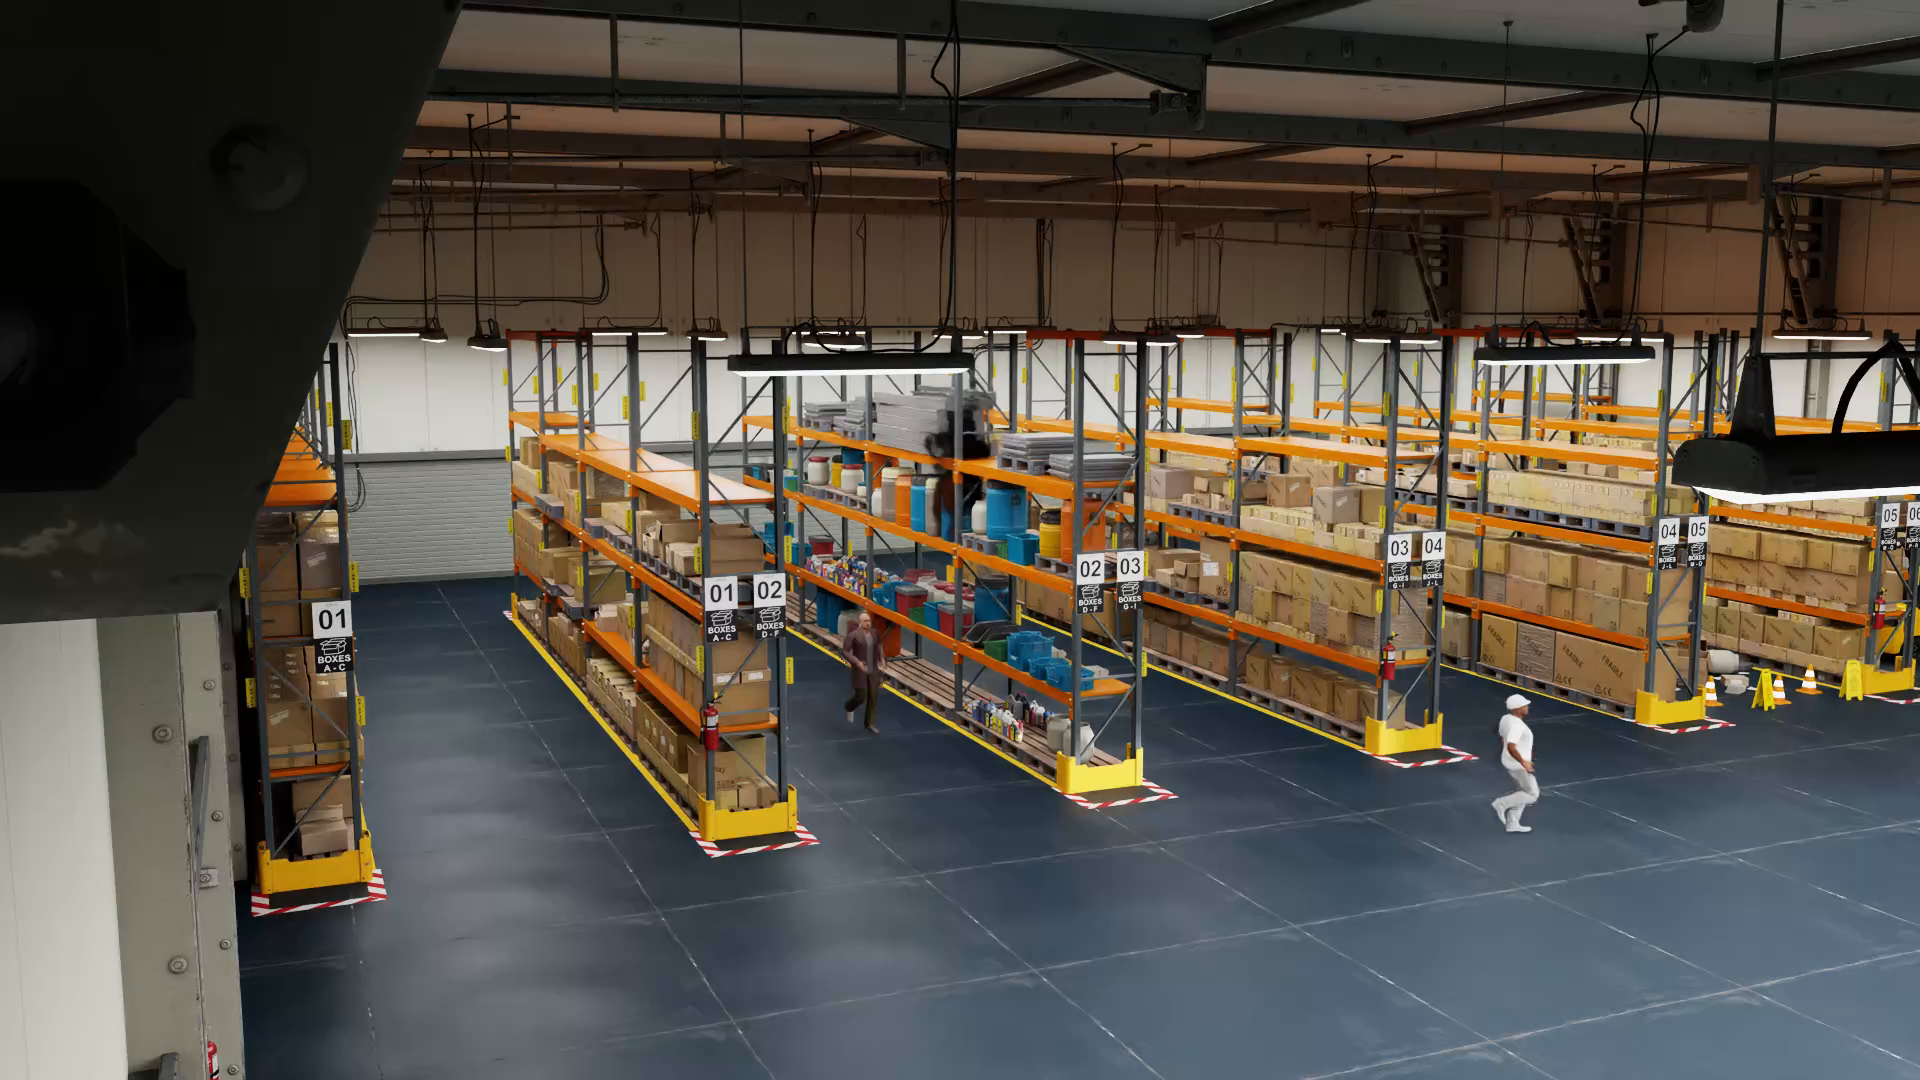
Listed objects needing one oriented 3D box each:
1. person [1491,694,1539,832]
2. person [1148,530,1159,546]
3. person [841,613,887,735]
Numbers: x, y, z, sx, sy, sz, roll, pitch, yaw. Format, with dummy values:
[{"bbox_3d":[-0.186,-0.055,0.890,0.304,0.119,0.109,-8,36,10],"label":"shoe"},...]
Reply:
[{"bbox_3d":[6.785,2.731,20.313,0.587,1.715,0.701,1,8,4],"label":"person"},{"bbox_3d":[4.875,-0.147,41.715,0.669,1.662,0.548,-4,9,-25],"label":"person"},{"bbox_3d":[-1.438,1.963,24.838,0.737,1.775,0.836,-5,9,-32],"label":"person"}]
